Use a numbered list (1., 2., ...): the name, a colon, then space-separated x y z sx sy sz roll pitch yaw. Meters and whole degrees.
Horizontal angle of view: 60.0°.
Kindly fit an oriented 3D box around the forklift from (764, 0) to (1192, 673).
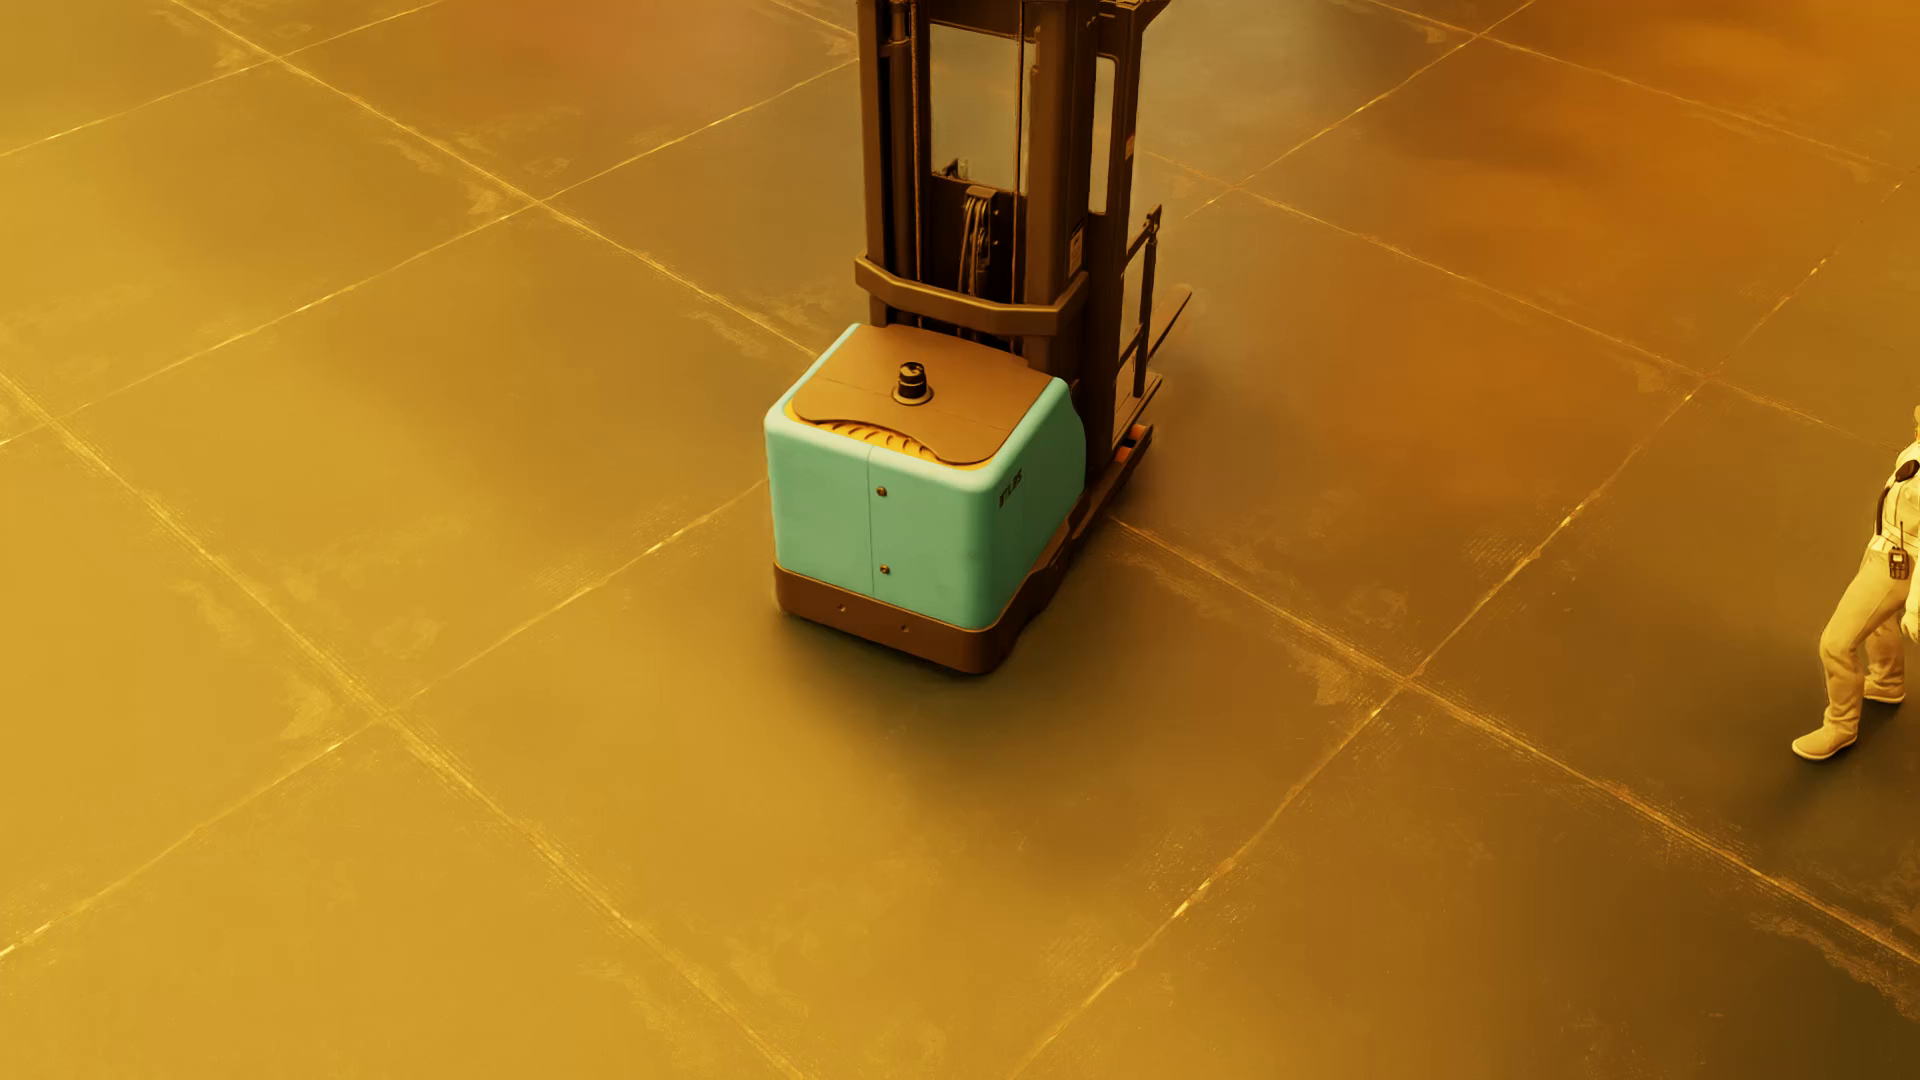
1. forklift: 0.291 -1.515 7.194 1.130 2.935 3.031 17 44 19

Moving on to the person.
1. person: 3.646 0.081 6.374 0.423 1.643 0.810 23 46 24
